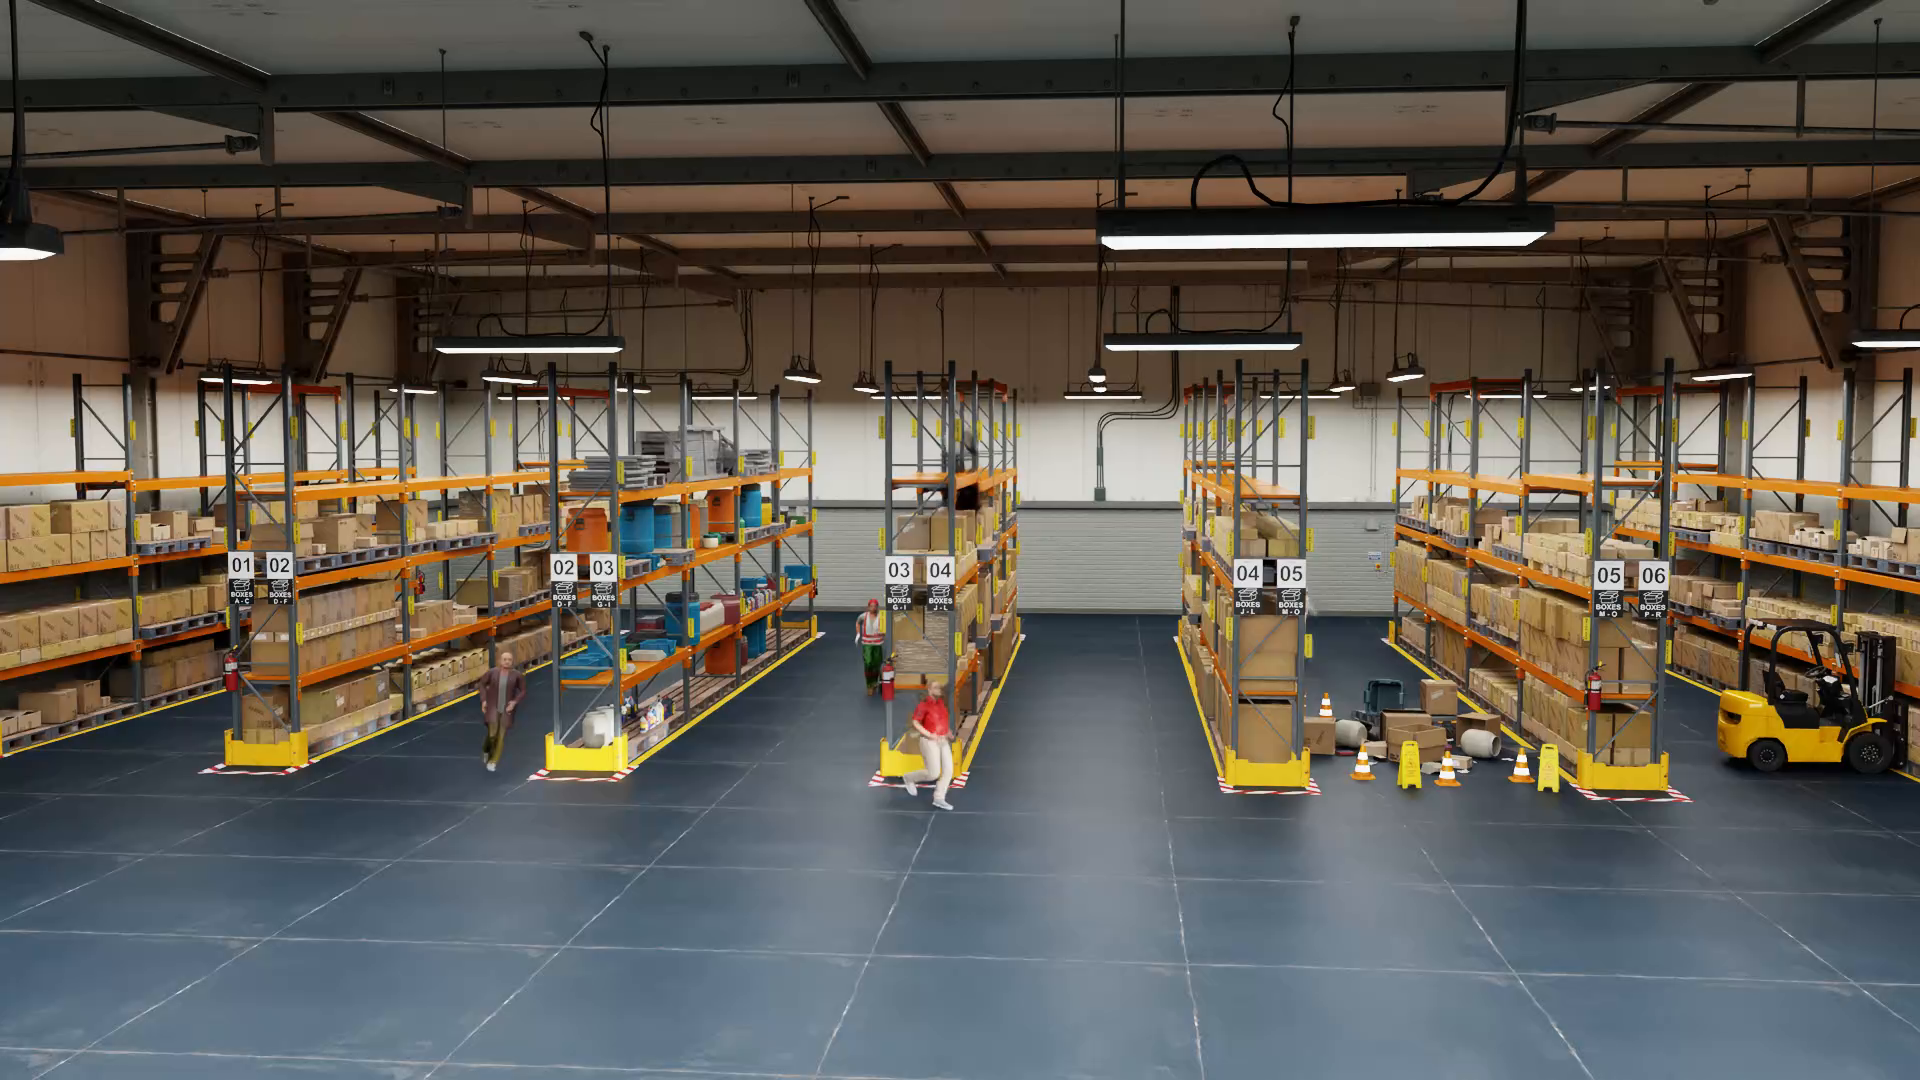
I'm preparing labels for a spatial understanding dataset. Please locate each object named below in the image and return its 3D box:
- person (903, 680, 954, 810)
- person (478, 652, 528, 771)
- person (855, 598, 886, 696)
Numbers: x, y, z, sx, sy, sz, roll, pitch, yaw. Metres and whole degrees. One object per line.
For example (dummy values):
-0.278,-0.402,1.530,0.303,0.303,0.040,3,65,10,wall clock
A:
-0.381,2.717,22.177,0.748,1.708,0.665,3,5,36,person
-6.761,2.530,24.618,0.704,1.741,0.598,-1,4,-17,person
-1.661,2.024,31.623,0.643,1.844,0.859,0,4,-6,person
